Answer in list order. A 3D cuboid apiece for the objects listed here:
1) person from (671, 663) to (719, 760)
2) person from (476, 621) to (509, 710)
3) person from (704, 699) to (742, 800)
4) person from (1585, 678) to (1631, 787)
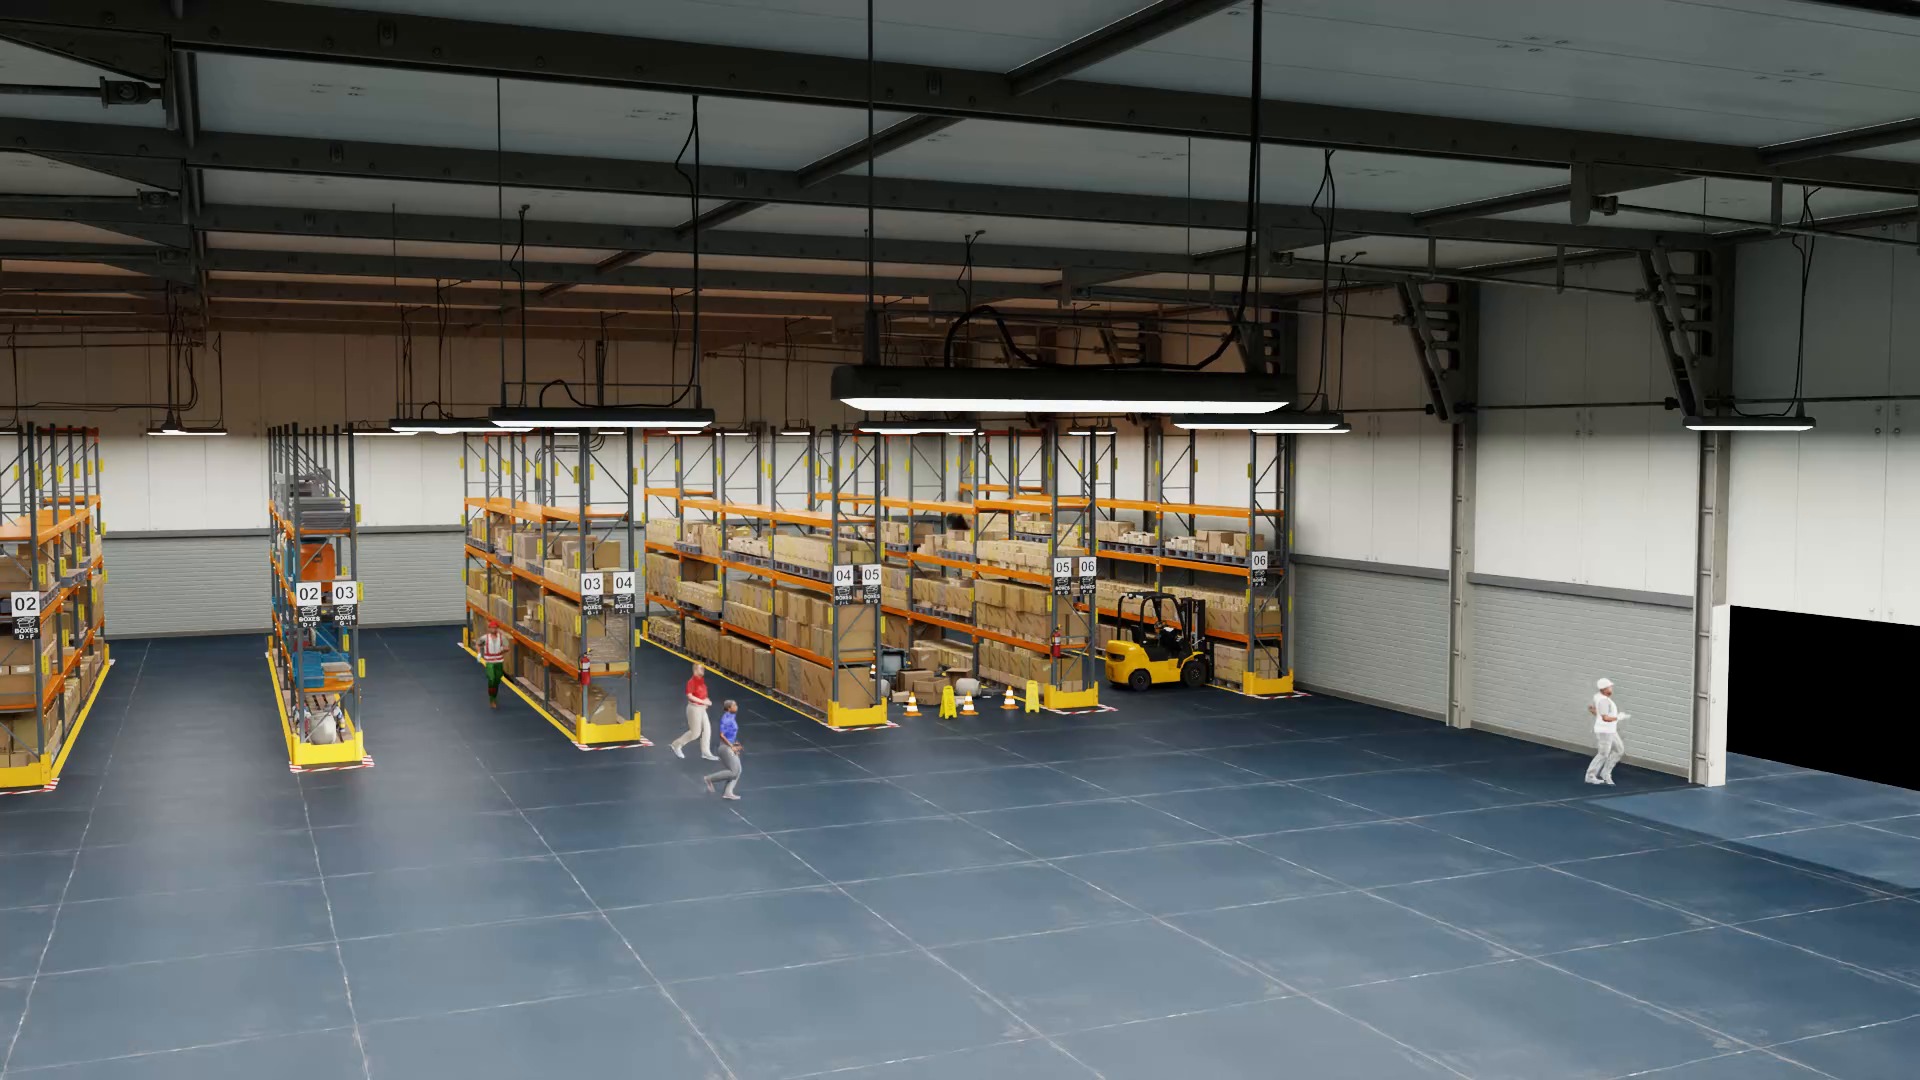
[{"bbox_3d":[-4.720,3.059,29.619,0.841,1.739,0.687,0,4,8],"label":"person"},{"bbox_3d":[-9.959,2.648,35.496,0.650,1.839,0.826,-2,4,-31],"label":"person"},{"bbox_3d":[-3.744,3.321,26.345,0.567,1.612,0.558,0,3,-4],"label":"person"},{"bbox_3d":[10.635,3.169,27.282,0.685,1.807,0.659,2,4,25],"label":"person"}]
